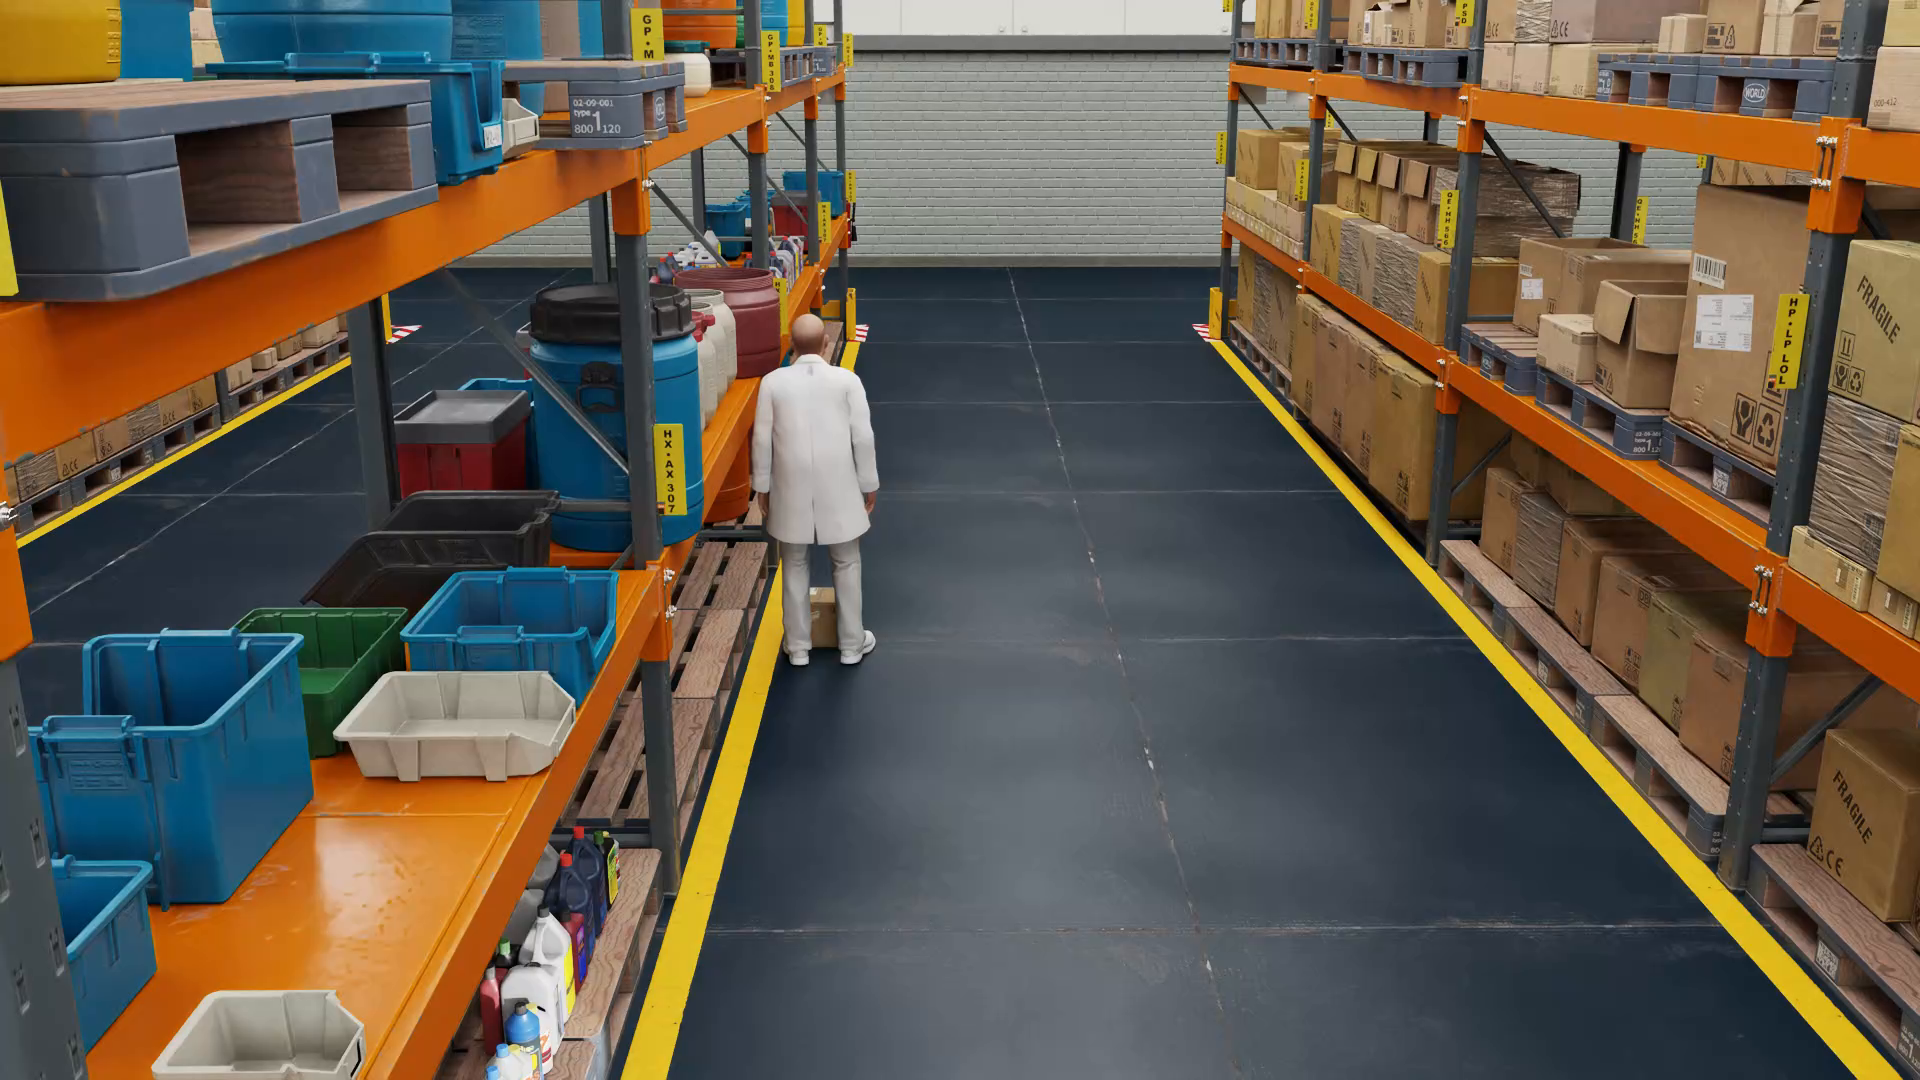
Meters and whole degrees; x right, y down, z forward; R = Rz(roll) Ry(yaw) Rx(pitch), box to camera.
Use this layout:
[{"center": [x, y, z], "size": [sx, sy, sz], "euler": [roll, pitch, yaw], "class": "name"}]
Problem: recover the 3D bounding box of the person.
[{"center": [-0.727, -0.248, 8.386], "size": [0.643, 1.774, 0.423], "euler": [0, 17, 0], "class": "person"}]
